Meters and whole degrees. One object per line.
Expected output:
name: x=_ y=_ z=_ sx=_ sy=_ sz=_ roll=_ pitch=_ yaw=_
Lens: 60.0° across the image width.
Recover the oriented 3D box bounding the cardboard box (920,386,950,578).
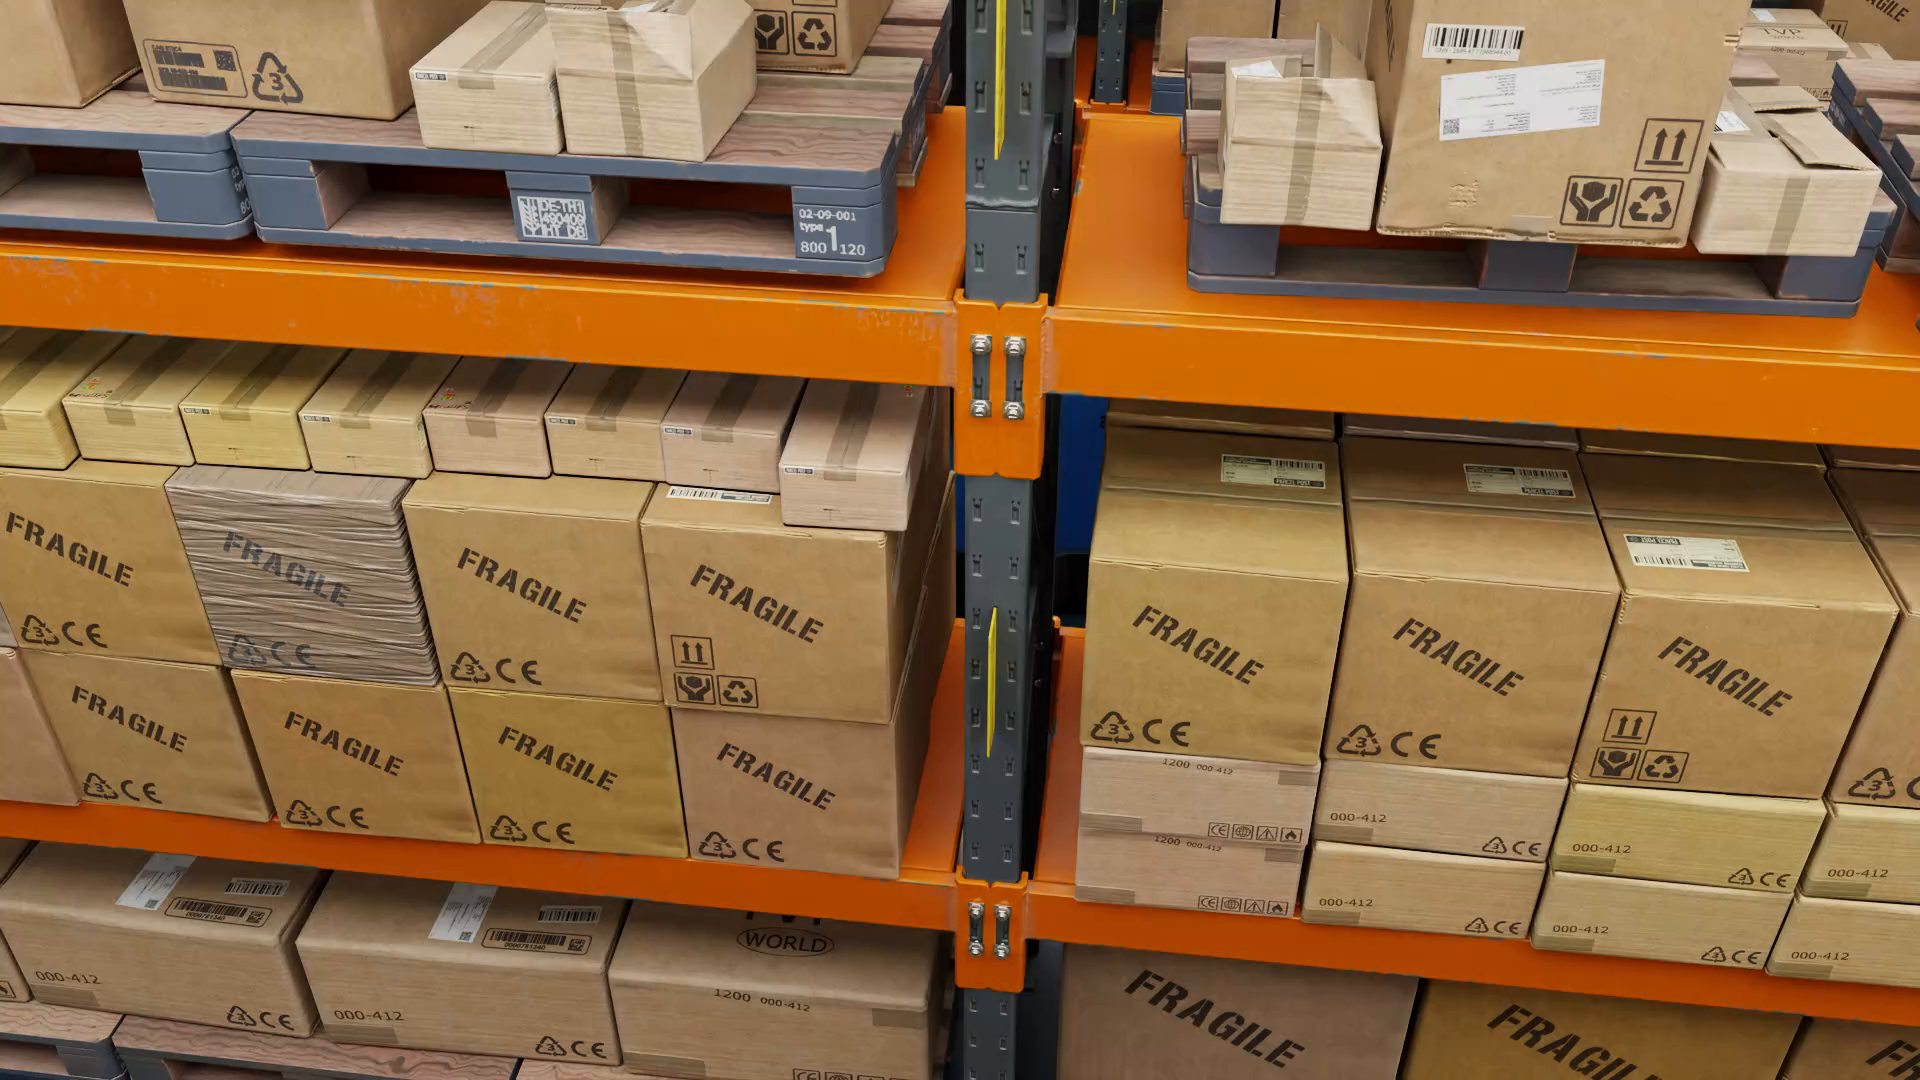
cardboard box: x=-0.307 y=-0.261 z=4.086 sx=0.500 sy=0.500 sz=0.500 roll=4 pitch=36 yaw=6

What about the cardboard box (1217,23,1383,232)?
cardboard box: x=0.586 y=-0.737 z=2.872 sx=0.258 sy=0.266 sz=0.396 roll=4 pitch=36 yaw=6

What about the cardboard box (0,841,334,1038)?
cardboard box: x=-2.257 y=0.992 z=5.122 sx=0.875 sy=0.438 sz=0.875 roll=5 pitch=36 yaw=7

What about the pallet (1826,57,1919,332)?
pallet: x=2.347 y=-0.584 z=3.067 sx=1.213 sy=0.211 sz=1.003 roll=6 pitch=36 yaw=8

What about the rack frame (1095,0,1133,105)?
rack frame: x=0.763 y=-2.499 z=8.169 sx=0.127 sy=3.000 sz=1.000 roll=4 pitch=36 yaw=6

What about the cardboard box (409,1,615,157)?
cardboard box: x=-0.802 y=-0.851 z=3.047 sx=0.250 sy=0.149 sz=0.380 roll=5 pitch=36 yaw=7

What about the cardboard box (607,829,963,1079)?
cardboard box: x=-0.474 y=1.125 z=4.935 sx=0.875 sy=0.438 sz=0.875 roll=4 pitch=36 yaw=5

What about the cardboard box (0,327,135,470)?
cardboard box: x=-1.983 y=-0.321 z=3.613 sx=0.250 sy=0.149 sz=0.380 roll=3 pitch=36 yaw=5

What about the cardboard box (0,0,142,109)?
cardboard box: x=-1.852 y=-1.172 z=3.194 sx=0.500 sy=0.500 sz=0.500 roll=5 pitch=36 yaw=7

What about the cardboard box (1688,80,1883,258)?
cardboard box: x=1.345 y=-0.640 z=2.822 sx=0.250 sy=0.166 sz=0.380 roll=2 pitch=36 yaw=3

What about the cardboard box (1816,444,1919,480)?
cardboard box: x=2.140 y=-0.085 z=3.840 sx=0.500 sy=0.500 sz=0.500 roll=5 pitch=36 yaw=7

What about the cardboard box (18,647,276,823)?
cardboard box: x=-1.887 y=0.323 z=4.129 sx=0.500 sy=0.500 sz=0.500 roll=5 pitch=36 yaw=8

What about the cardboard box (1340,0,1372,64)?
cardboard box: x=1.036 y=-1.050 z=3.272 sx=0.500 sy=0.311 sz=0.500 roll=4 pitch=36 yaw=6

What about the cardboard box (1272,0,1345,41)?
cardboard box: x=1.728 y=-2.507 z=7.733 sx=0.500 sy=0.500 sz=0.700 roll=5 pitch=36 yaw=6

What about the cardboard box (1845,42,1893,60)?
cardboard box: x=4.030 y=-2.099 z=7.463 sx=0.250 sy=0.149 sz=0.380 roll=5 pitch=36 yaw=7

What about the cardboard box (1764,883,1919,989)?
cardboard box: x=2.052 y=0.734 z=3.768 sx=0.500 sy=0.250 sz=0.500 roll=4 pitch=36 yaw=5

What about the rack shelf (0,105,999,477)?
rack shelf: x=-1.849 y=-0.714 z=3.706 sx=4.000 sy=0.370 sz=1.077 roll=4 pitch=36 yaw=6

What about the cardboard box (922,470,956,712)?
cardboard box: x=-0.297 y=0.135 z=4.392 sx=0.500 sy=0.500 sz=0.500 roll=5 pitch=36 yaw=7

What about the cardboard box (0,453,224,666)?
cardboard box: x=-1.873 y=-0.078 z=3.831 sx=0.500 sy=0.500 sz=0.500 roll=4 pitch=36 yaw=6

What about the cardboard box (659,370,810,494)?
cardboard box: x=-0.459 y=-0.271 z=3.543 sx=0.250 sy=0.149 sz=0.380 roll=5 pitch=36 yaw=7

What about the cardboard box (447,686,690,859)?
cardboard box: x=-0.869 y=0.399 z=4.023 sx=0.500 sy=0.500 sz=0.500 roll=3 pitch=36 yaw=5

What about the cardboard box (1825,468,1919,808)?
cardboard box: x=2.053 y=0.207 z=3.431 sx=0.500 sy=0.500 sz=0.500 roll=4 pitch=36 yaw=5

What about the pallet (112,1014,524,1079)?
pallet: x=-1.823 y=1.307 z=5.238 sx=1.213 sy=0.211 sz=1.003 roll=4 pitch=36 yaw=6

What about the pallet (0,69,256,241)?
pallet: x=-1.882 y=-0.981 z=3.537 sx=1.213 sy=0.211 sz=1.003 roll=4 pitch=36 yaw=6

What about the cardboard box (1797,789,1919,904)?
cardboard box: x=2.055 y=0.526 z=3.630 sx=0.500 sy=0.250 sz=0.500 roll=3 pitch=36 yaw=5

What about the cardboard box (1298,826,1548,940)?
cardboard box: x=1.051 y=0.645 z=3.893 sx=0.500 sy=0.250 sz=0.500 roll=3 pitch=36 yaw=5

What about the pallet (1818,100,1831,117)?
pallet: x=4.049 y=-2.134 z=7.823 sx=1.003 sy=0.211 sz=1.213 roll=4 pitch=36 yaw=6

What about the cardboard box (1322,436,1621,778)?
cardboard box: x=1.043 y=0.134 z=3.533 sx=0.500 sy=0.500 sz=0.500 roll=4 pitch=36 yaw=6

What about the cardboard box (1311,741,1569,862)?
cardboard box: x=1.056 y=0.437 z=3.755 sx=0.500 sy=0.250 sz=0.500 roll=5 pitch=36 yaw=7

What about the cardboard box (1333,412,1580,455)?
cardboard box: x=1.124 y=-0.164 z=3.950 sx=0.500 sy=0.500 sz=0.500 roll=5 pitch=36 yaw=7

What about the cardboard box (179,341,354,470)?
cardboard box: x=-1.471 y=-0.320 z=3.612 sx=0.250 sy=0.149 sz=0.380 roll=4 pitch=36 yaw=5

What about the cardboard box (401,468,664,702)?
cardboard box: x=-0.871 y=-0.004 z=3.727 sx=0.500 sy=0.500 sz=0.500 roll=4 pitch=36 yaw=5

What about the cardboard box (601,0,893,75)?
cardboard box: x=-0.422 y=-1.276 z=3.340 sx=0.500 sy=0.500 sz=0.500 roll=5 pitch=36 yaw=7

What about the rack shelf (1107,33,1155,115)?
rack shelf: x=2.747 y=-2.058 z=8.170 sx=4.000 sy=0.370 sz=1.077 roll=4 pitch=36 yaw=6

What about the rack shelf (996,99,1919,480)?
rack shelf: x=2.118 y=-0.418 z=3.291 sx=4.000 sy=0.370 sz=1.077 roll=4 pitch=36 yaw=6

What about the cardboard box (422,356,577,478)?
cardboard box: x=-0.958 y=-0.304 z=3.589 sx=0.250 sy=0.149 sz=0.380 roll=4 pitch=36 yaw=6

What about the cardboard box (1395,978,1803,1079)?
cardboard box: x=1.657 y=1.118 z=4.569 sx=0.875 sy=0.875 sz=0.875 roll=5 pitch=36 yaw=7

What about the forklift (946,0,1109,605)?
forklift: x=-0.642 y=-1.196 z=6.403 sx=3.031 sy=2.935 sz=1.130 roll=0 pitch=36 yaw=0

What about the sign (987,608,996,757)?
sign: x=0.066 y=0.297 z=3.438 sx=0.005 sy=0.325 sz=0.100 roll=4 pitch=36 yaw=6

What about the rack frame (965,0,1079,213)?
rack frame: x=0.135 y=-2.080 z=2.418 sx=0.127 sy=3.000 sz=1.000 roll=4 pitch=36 yaw=6
